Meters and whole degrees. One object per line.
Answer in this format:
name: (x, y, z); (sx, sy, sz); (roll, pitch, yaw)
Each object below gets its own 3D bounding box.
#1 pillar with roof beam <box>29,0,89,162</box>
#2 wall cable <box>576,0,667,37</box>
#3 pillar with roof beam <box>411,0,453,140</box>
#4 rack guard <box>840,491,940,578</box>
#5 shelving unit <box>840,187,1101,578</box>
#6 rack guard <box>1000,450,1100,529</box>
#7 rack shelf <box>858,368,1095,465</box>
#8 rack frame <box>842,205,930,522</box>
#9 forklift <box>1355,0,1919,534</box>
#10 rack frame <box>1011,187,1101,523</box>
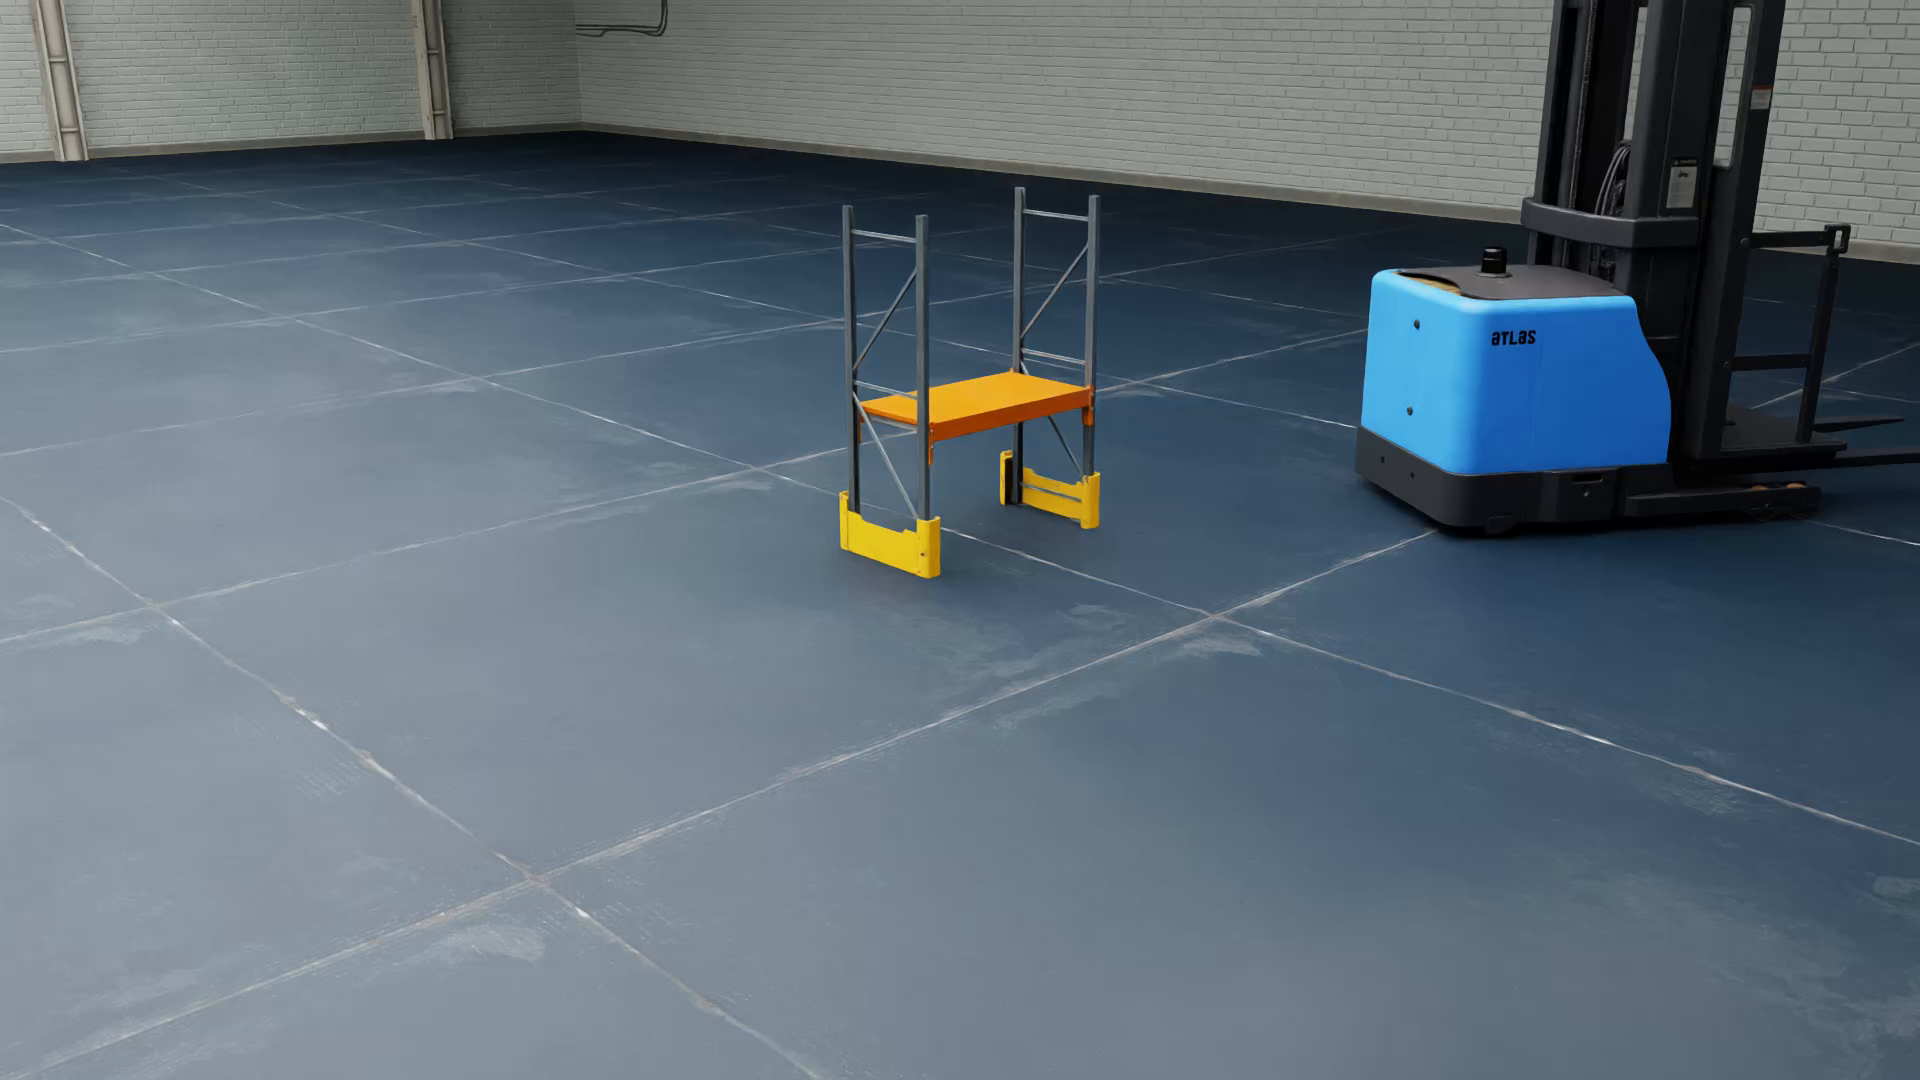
pillar with roof beam: (-10.566, -9.100, 20.962); (0.400, 9.000, 9.100); (-16, 24, -41)
wall cable: (-6.115, -10.187, 29.349); (0.112, 2.526, 3.097); (-16, 24, -41)
pillar with roof beam: (-6.207, -10.372, 24.883); (0.400, 9.000, 9.100); (-16, 24, -41)
rack guard: (-0.306, -0.030, 7.170); (0.087, 0.250, 0.587); (-16, 24, -41)
shelving unit: (0.055, -0.730, 7.303); (1.083, 1.500, 0.587); (-16, 24, -41)
rack guard: (0.417, -0.241, 7.821); (0.087, 0.250, 0.587); (-16, 24, -41)
rack shelf: (0.062, -0.560, 7.365); (1.000, 0.185, 0.538); (-16, 24, -41)
rack frame: (-0.307, -0.624, 6.977); (0.032, 1.500, 0.500); (-16, 24, -41)
forklift: (3.545, -1.636, 7.777); (3.031, 2.935, 1.130); (-4, 18, -12)
rack frame: (0.431, -0.839, 7.641); (0.032, 1.500, 0.500); (-16, 24, -41)
